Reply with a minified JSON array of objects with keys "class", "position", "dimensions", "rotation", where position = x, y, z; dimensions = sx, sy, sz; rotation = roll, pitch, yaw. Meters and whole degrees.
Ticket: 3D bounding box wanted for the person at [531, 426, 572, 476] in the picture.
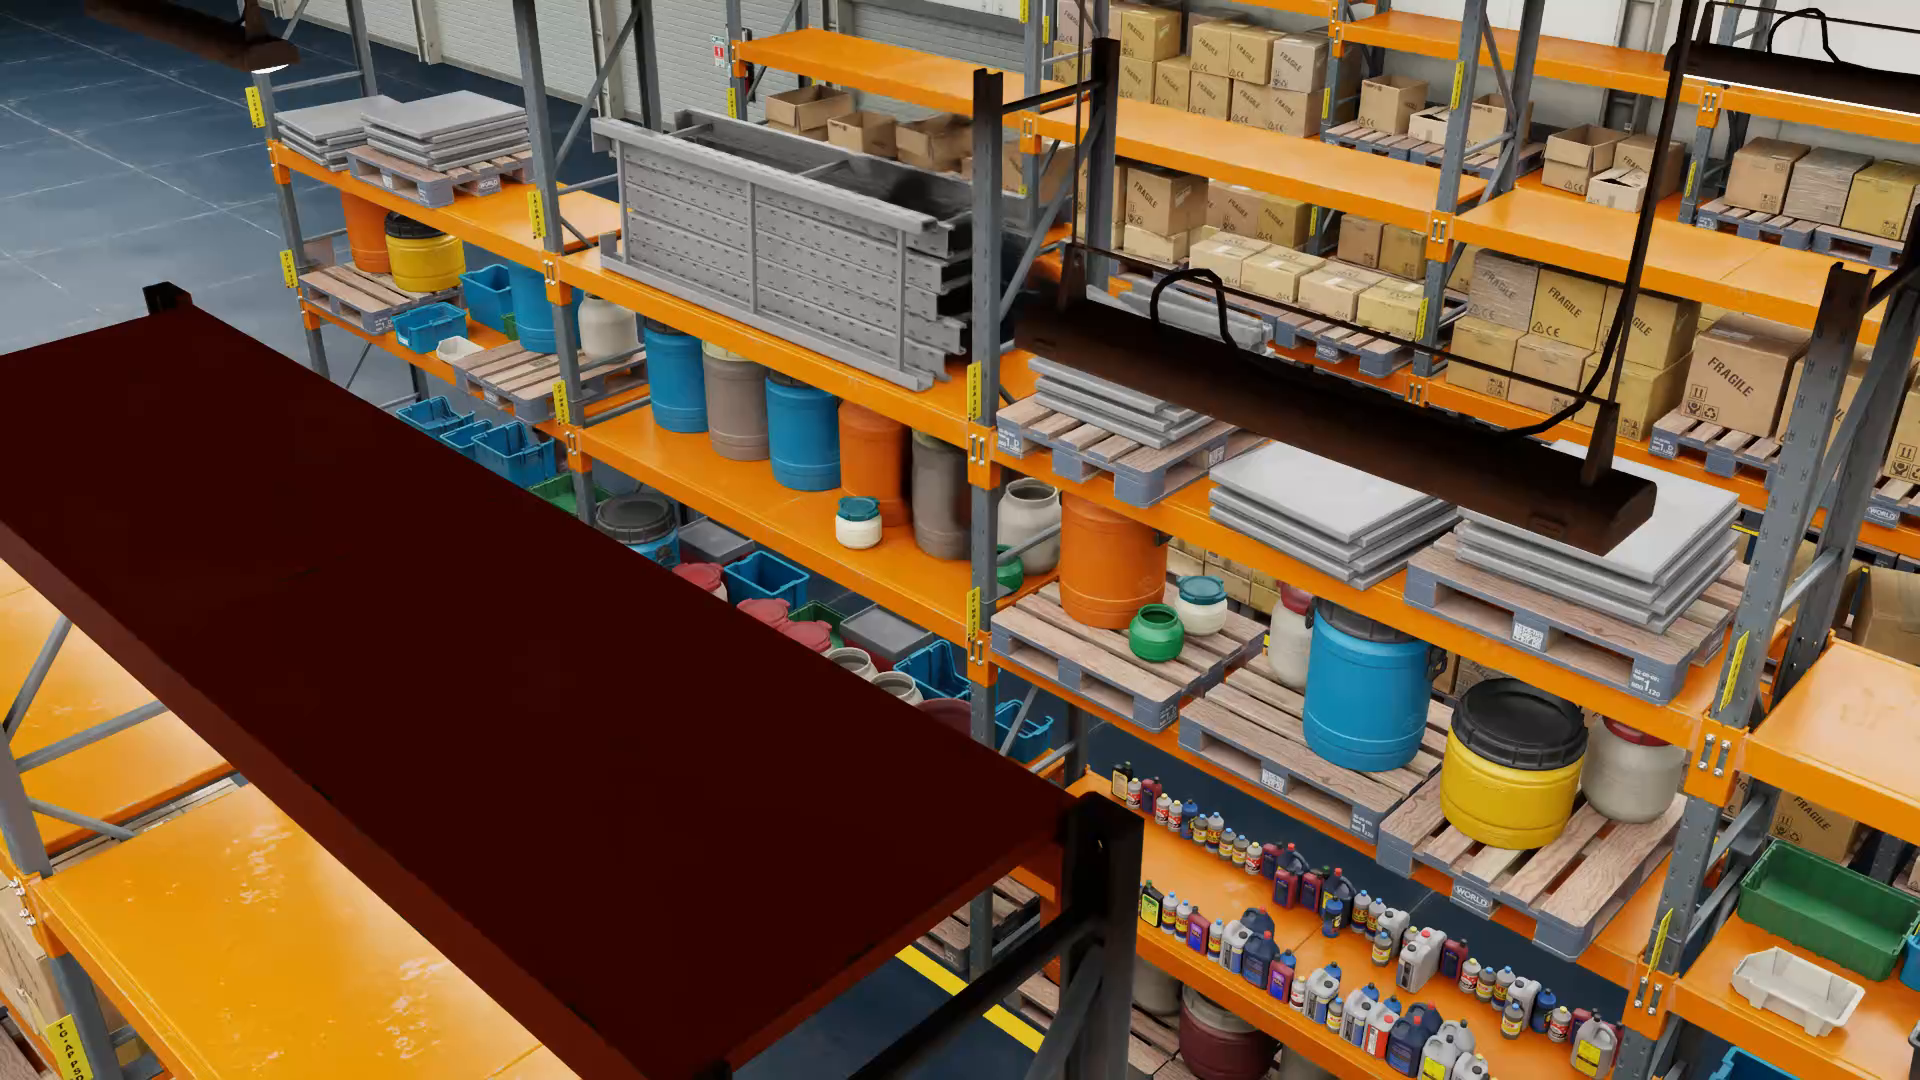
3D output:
[{"class":"person","position":[-4.079,-1.122,16.487],"dimensions":[0.912,1.705,0.676],"rotation":[15,33,24]}]
